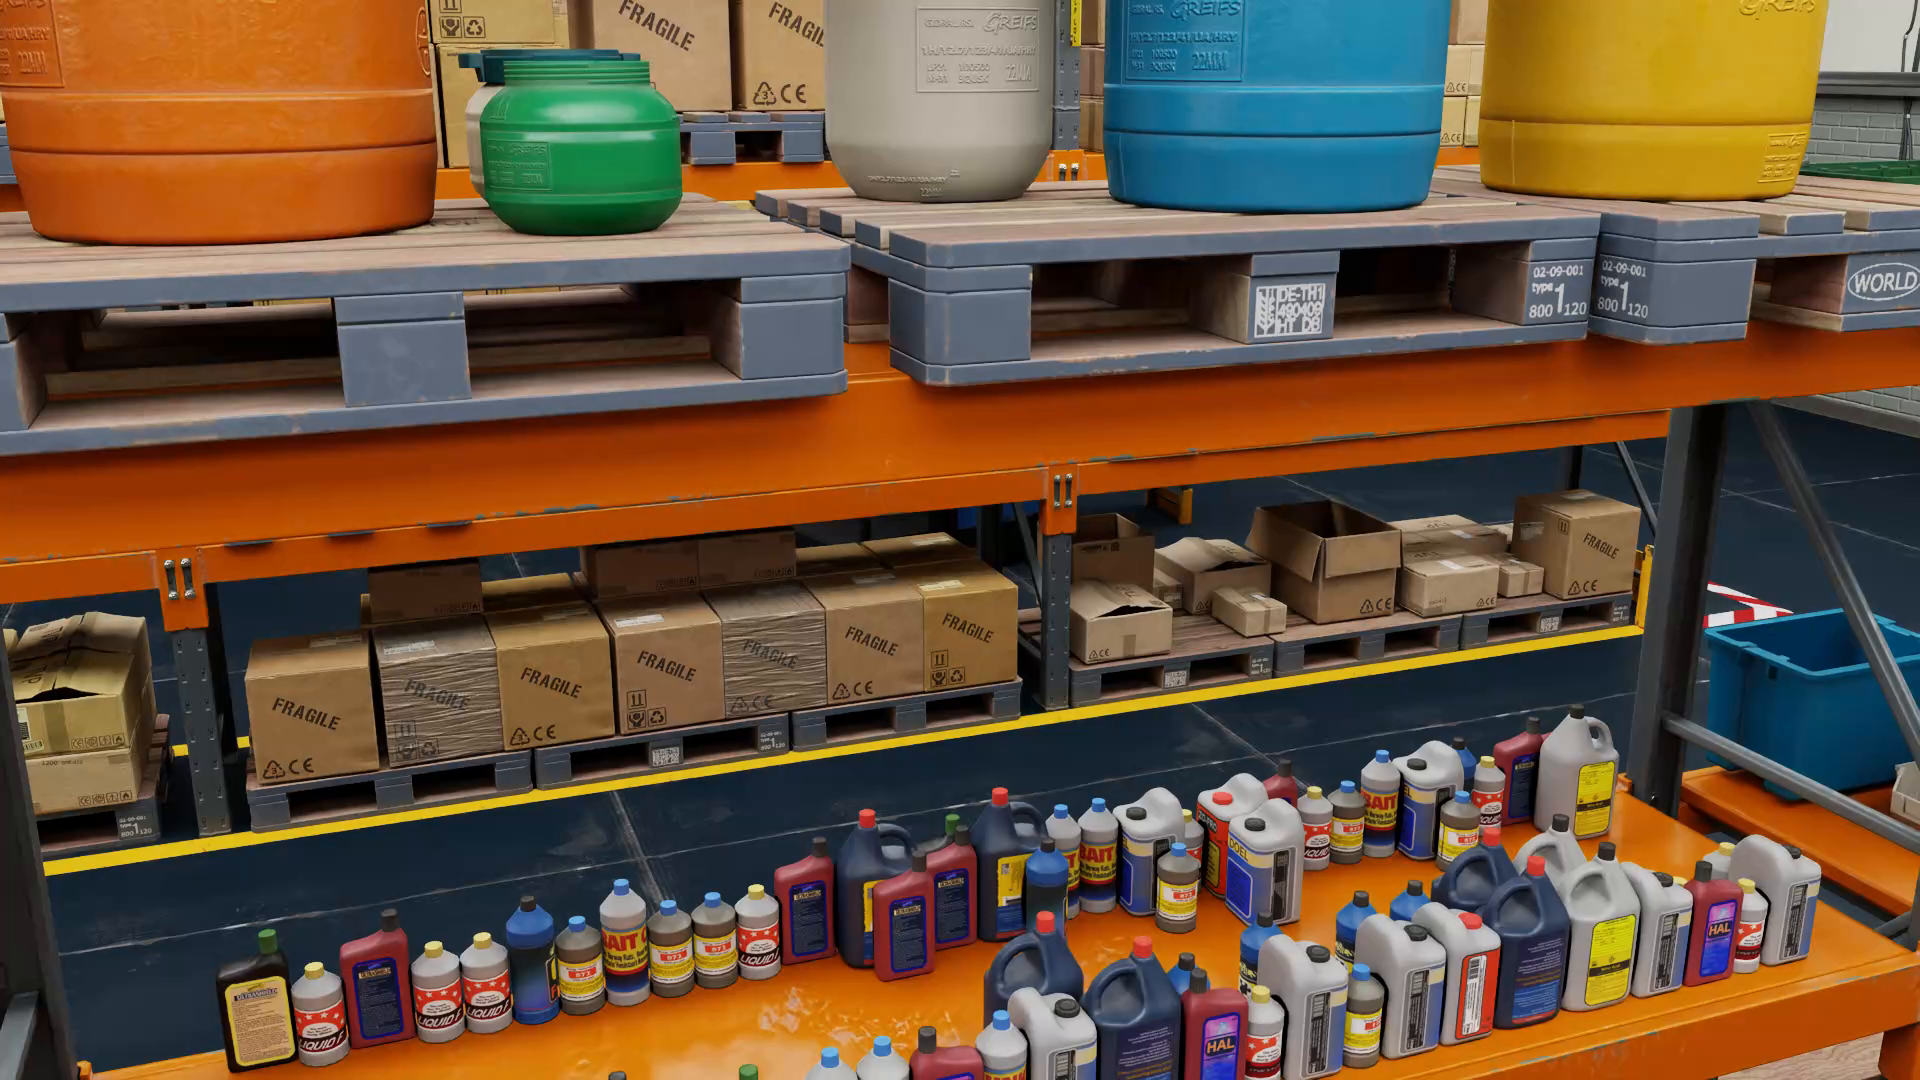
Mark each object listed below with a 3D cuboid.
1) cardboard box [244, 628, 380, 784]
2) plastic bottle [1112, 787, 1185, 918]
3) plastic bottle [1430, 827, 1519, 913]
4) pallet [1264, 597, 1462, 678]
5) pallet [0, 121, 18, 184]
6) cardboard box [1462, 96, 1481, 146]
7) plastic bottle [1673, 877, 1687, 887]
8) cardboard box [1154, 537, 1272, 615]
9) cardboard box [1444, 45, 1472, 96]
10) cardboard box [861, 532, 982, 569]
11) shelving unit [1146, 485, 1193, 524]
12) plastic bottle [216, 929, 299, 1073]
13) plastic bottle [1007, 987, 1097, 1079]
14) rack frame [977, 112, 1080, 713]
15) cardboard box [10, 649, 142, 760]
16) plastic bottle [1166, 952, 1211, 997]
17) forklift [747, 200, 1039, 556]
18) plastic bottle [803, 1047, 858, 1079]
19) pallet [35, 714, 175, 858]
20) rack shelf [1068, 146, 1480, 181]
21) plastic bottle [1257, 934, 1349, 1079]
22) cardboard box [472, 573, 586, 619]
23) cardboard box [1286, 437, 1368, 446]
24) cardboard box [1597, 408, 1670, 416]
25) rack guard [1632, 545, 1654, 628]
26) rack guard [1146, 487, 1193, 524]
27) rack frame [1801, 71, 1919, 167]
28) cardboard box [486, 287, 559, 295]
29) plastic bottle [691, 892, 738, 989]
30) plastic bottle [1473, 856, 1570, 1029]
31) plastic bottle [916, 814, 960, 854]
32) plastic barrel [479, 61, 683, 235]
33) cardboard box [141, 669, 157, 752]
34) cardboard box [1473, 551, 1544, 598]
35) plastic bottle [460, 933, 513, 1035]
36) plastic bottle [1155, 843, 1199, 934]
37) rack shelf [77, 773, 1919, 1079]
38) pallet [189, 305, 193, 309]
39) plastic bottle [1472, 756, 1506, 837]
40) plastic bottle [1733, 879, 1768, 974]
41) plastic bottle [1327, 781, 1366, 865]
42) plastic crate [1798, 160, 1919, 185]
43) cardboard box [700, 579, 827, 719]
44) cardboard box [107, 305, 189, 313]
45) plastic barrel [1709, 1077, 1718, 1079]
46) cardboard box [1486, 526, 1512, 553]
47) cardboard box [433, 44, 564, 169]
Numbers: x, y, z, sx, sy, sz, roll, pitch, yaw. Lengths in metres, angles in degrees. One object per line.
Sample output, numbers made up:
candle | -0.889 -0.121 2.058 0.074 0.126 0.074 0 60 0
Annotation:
cardboard box | -2.882 0.733 7.432 0.500 0.500 0.500 -5 17 -18
plastic bottle | 0.445 0.739 3.978 0.135 0.276 0.152 -6 17 -20
plastic bottle | 1.130 0.799 3.640 0.185 0.351 0.144 -6 17 -20
pallet | 2.109 0.458 9.666 1.213 0.211 1.003 -6 17 -20
pallet | -4.011 -1.541 6.533 1.003 0.211 1.213 -5 17 -18
cardboard box | 2.743 -2.235 8.829 0.500 0.250 0.500 -6 17 -20
plastic bottle | 1.598 0.853 3.724 0.097 0.201 0.097 0 16 0
cardboard box | 1.457 0.184 9.640 0.500 0.311 0.500 -6 17 -20
cardboard box | 2.273 -2.427 8.594 0.500 0.250 0.500 -6 17 -20
cardboard box | -0.213 0.286 8.958 0.500 0.500 0.500 -7 18 -23
shelving unit | 1.070 -0.862 11.872 1.083 1.500 0.587 -6 17 -20
plastic bottle | -1.415 0.922 3.340 0.133 0.283 0.061 -6 17 -20
plastic bottle | 0.175 0.981 3.155 0.135 0.276 0.152 -6 17 -20
rack frame | 0.326 -0.687 8.615 0.127 3.000 1.000 -6 17 -20
cardboard box | -3.810 0.682 7.091 0.500 0.311 0.500 -6 17 -19
plastic bottle | 0.444 0.944 3.289 0.097 0.271 0.097 0 16 0
forklift | -0.687 -1.212 10.522 3.031 2.935 1.130 -13 21 -37
plastic bottle | -0.230 1.035 2.979 0.097 0.271 0.097 0 16 0
pallet | -4.192 1.127 7.387 1.213 0.211 1.003 -6 17 -20
rack shelf | 2.194 -1.983 8.981 4.000 0.370 1.077 -6 17 -20
plastic bottle | 0.689 0.925 3.344 0.135 0.276 0.152 -6 17 -20
cardboard box | -2.136 0.496 8.241 0.500 0.500 0.500 -7 18 -22
cardboard box | 1.845 -0.817 8.881 0.500 0.500 0.500 -6 17 -20
cardboard box | 3.741 -1.022 9.577 0.500 0.500 0.500 -6 17 -18
rack guard | 3.990 0.116 10.315 0.348 0.500 1.175 -6 17 -20
rack guard | 1.534 -0.313 12.220 0.087 0.250 0.587 -6 17 -20
rack frame | 2.095 -2.262 3.331 0.127 3.000 1.000 -6 17 -20
cardboard box | -3.200 -1.924 12.084 0.500 0.500 0.500 -6 17 -19
plastic bottle | -0.540 0.873 3.655 0.097 0.201 0.097 0 16 0
plastic bottle | 1.181 0.837 3.511 0.185 0.351 0.144 -6 17 -20
plastic bottle | -0.050 0.775 3.842 0.133 0.283 0.061 -6 17 -20
plastic barrel | -0.568 -0.593 2.501 0.294 0.245 0.294 0 16 0
cardboard box | -4.003 0.809 7.654 0.500 0.250 0.500 -6 17 -20
cardboard box | 3.231 0.194 9.860 0.250 0.166 0.380 -6 17 -20
plastic bottle | -0.994 0.922 3.488 0.097 0.201 0.097 0 16 0
plastic bottle | 0.508 0.806 3.884 0.097 0.201 0.097 0 16 0
rack shelf | 0.228 1.163 3.591 4.000 0.370 1.077 -6 17 -20
pallet | -5.812 -1.395 11.366 1.003 0.211 1.213 -6 17 -20
plastic bottle | 1.374 0.666 4.359 0.097 0.201 0.097 0 16 0
plastic bottle | 1.744 0.855 3.715 0.097 0.201 0.097 0 16 0
plastic bottle | 0.976 0.709 4.212 0.097 0.201 0.097 0 16 0
plastic crate | 2.383 -0.844 4.200 0.662 0.188 0.450 -6 17 -20
cardboard box | -0.965 0.524 8.145 0.500 0.500 0.500 -6 17 -19
cardboard box | -5.620 -1.796 11.433 0.500 0.500 0.700 -8 18 -27
plastic barrel | 1.581 1.472 4.241 0.708 0.901 0.600 -6 17 -20
cardboard box | 3.314 0.035 10.404 0.250 0.166 0.380 -6 17 -20
cardboard box | -2.052 -1.928 7.339 0.500 0.500 0.910 -6 17 -20
